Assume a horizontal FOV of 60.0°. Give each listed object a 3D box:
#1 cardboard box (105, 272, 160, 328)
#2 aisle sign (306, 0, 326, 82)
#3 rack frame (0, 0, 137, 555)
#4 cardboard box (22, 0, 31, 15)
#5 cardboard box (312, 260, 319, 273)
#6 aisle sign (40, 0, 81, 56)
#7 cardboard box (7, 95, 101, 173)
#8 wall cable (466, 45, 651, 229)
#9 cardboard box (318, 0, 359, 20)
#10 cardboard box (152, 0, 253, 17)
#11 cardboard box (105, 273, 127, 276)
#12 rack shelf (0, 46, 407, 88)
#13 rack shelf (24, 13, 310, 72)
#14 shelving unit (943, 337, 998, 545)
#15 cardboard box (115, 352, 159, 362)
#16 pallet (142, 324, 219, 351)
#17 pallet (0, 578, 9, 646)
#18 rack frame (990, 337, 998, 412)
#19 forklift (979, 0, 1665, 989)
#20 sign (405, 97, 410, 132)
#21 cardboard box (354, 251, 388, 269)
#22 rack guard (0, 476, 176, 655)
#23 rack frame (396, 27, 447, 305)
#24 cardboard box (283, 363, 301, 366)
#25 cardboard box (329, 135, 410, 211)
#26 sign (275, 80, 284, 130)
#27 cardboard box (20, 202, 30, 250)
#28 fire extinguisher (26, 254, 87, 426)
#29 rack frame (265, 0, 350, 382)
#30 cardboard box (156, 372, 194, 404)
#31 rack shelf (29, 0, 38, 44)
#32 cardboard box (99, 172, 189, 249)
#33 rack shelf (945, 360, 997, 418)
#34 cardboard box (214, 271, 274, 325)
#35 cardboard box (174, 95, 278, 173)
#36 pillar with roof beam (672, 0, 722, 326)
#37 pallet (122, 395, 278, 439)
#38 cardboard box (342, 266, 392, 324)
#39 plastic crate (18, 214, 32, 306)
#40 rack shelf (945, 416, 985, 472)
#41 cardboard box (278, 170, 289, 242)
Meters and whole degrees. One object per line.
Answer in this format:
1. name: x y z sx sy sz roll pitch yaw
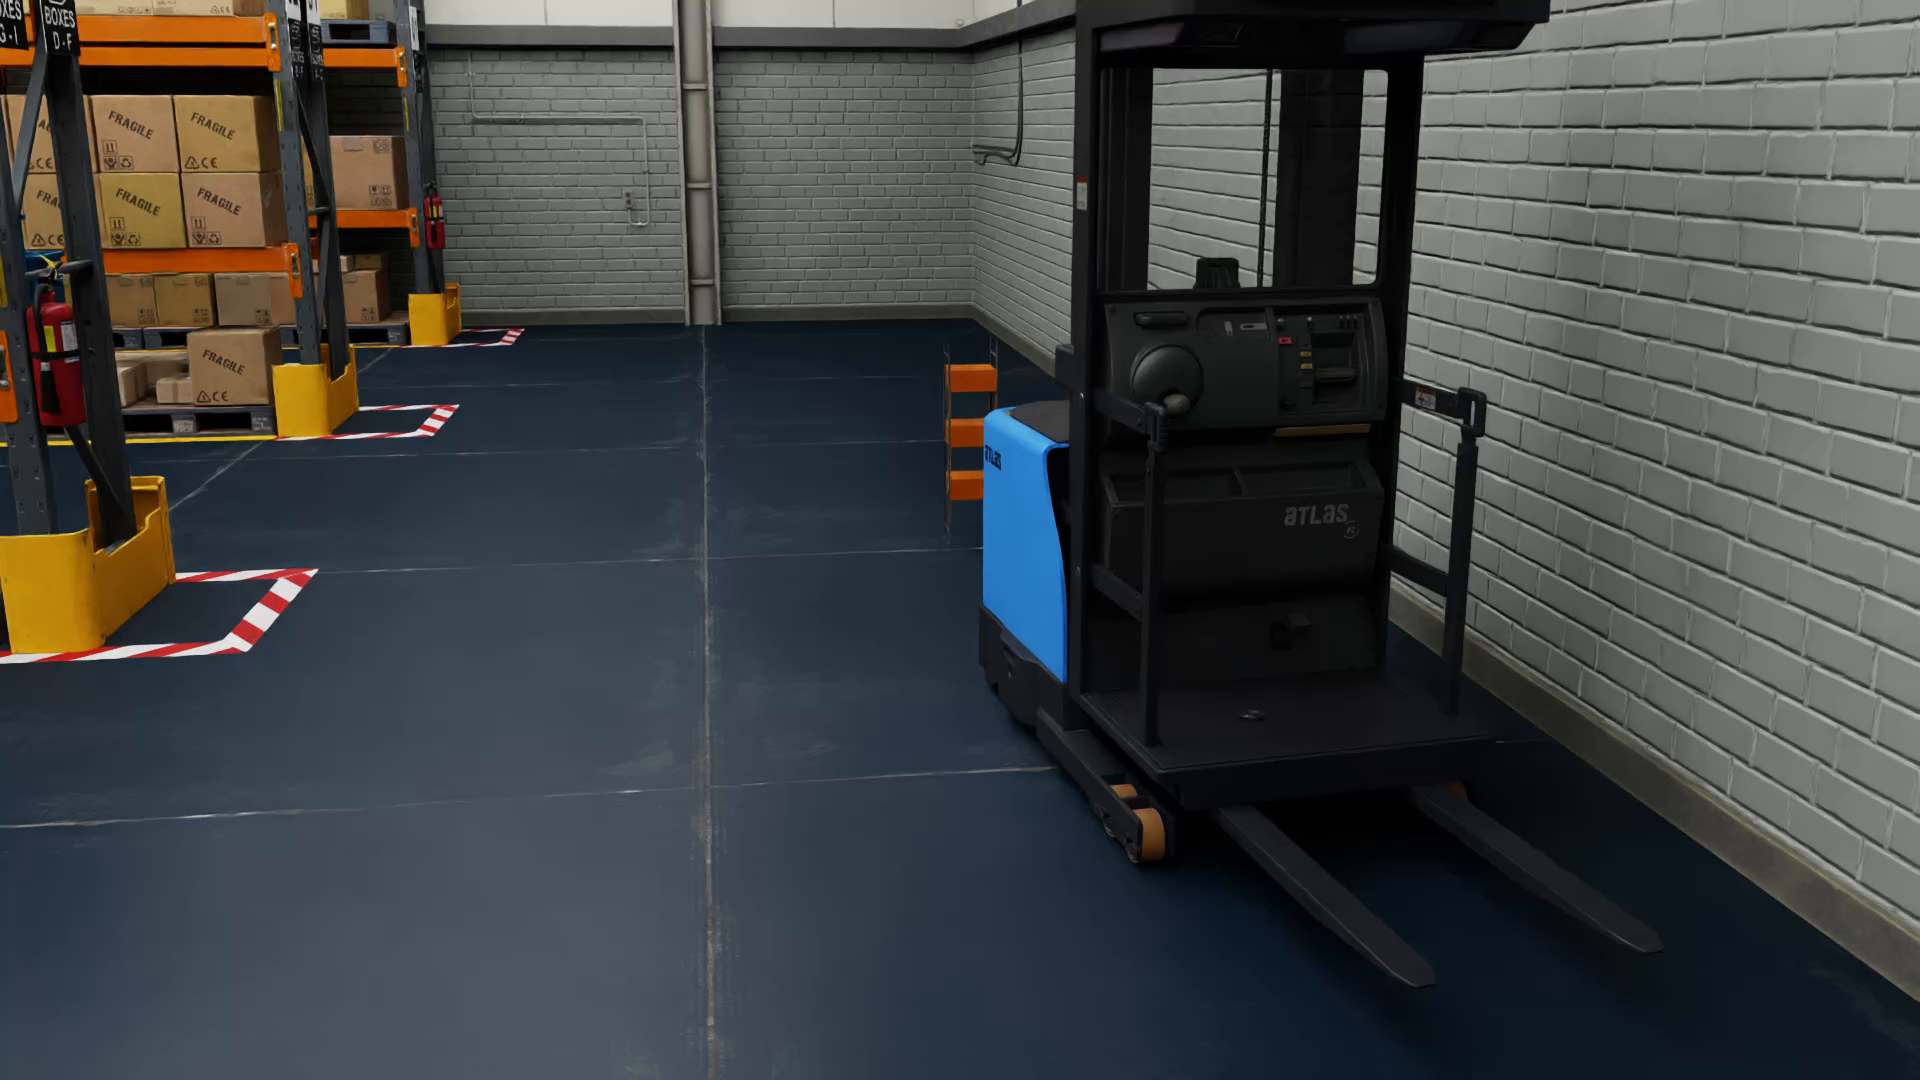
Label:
1. cardboard box: -8.038 -2.373 16.294 0.500 0.500 0.700 -2 14 -9
2. aisle sign: -4.569 -3.650 11.764 0.004 0.787 0.394 -2 14 -8
3. rack frame: -3.859 -1.124 7.037 0.127 3.000 1.000 -2 14 -8
4. cardboard box: -6.050 -3.579 10.968 0.500 0.250 0.500 -2 14 -8
5. cardboard box: -6.364 -2.706 16.285 0.250 0.149 0.380 -2 14 -7
6. aisle sign: -3.832 -2.459 7.016 0.004 0.787 0.394 -2 14 -8
7. cardboard box: -6.003 -2.728 11.174 0.500 0.500 0.500 -2 14 -7
8. wall cable: -4.209 -4.274 17.508 1.851 1.984 0.084 -2 14 -8
9. cardboard box: -6.019 -5.051 15.769 0.500 0.250 0.500 -2 14 -7
10. cardboard box: -5.062 -3.616 11.115 0.500 0.250 0.500 -2 14 -8
11. cardboard box: -8.169 -2.639 16.020 0.250 0.149 0.380 -2 14 -6
12. rack shelf: -7.312 -4.541 15.973 4.000 0.370 1.077 -2 14 -8
13. rack shelf: -6.571 -3.349 11.222 4.000 0.370 1.077 -2 14 -8
14. shelving unit: 0.053 -0.511 8.602 0.252 1.050 0.215 -2 14 -8
15. cardboard box: -6.162 -1.208 12.119 0.500 0.250 0.500 -2 14 -8
16. pallet: -7.317 -2.063 16.515 1.213 0.211 1.003 -2 14 -8
17. pallet: -4.680 0.249 7.294 1.213 0.211 1.003 -2 14 -8
18. rack frame: 0.174 -0.516 8.619 0.008 1.050 0.200 -2 14 -8
19. forklift: 0.953 -0.570 4.967 1.130 2.935 3.031 -4 15 -15
20. sign: -5.267 -4.052 15.847 0.005 0.325 0.100 -2 14 -8
21. cardboard box: -5.918 -2.816 16.726 0.250 0.149 0.380 -2 14 -8
22. rack guard: -3.837 0.085 7.357 0.348 0.500 1.175 -2 14 -8
23. rack frame: -5.335 -3.507 16.539 0.127 3.000 1.000 -2 14 -8
24. cardboard box: -5.058 -1.214 12.351 0.250 0.149 0.380 -2 14 -8
25. cardboard box: -5.837 -3.632 16.420 0.700 0.700 0.980 -1 14 -6
26. sign: -4.530 -2.896 11.074 0.005 0.325 0.100 -2 14 -8
27. cardboard box: -6.500 -2.228 11.233 0.500 0.500 0.500 -2 14 -9
28. fire extinguisher: -3.642 -0.802 6.678 0.183 0.674 0.296 -2 14 -8
29. rack frame: -4.593 -2.316 11.789 0.127 3.000 1.000 -2 14 -8
30. cardboard box: -5.508 -1.083 11.793 0.250 0.166 0.380 -2 14 -8
31. rack shelf: -5.836 -2.157 6.471 4.000 0.370 1.077 -2 14 -8
32. cardboard box: -5.508 -2.263 11.372 0.500 0.500 0.500 -2 14 -8
33. rack shelf: 0.053 -0.776 8.535 0.240 0.259 0.215 -2 14 -8
34. cardboard box: -7.004 -2.412 16.450 0.500 0.500 0.700 -3 14 -10
35. cardboard box: -4.992 -2.767 11.327 0.500 0.500 0.500 -2 14 -9
36. pillar with roof beam: -2.152 -5.687 12.900 0.400 9.000 9.100 -2 14 -8
37. pallet: -5.456 -0.931 12.001 1.213 0.211 1.003 -2 14 -8
38. cardboard box: -6.012 -2.449 16.595 0.500 0.500 0.700 -2 14 -8
39. plastic crate: -4.162 -1.113 6.798 0.499 0.435 0.616 -2 14 -8
40. rack shelf: 0.053 -0.501 8.604 0.240 0.259 0.215 -2 14 -8
41. cardboard box: -5.071 -2.411 11.965 0.500 0.500 0.500 -2 14 -7
